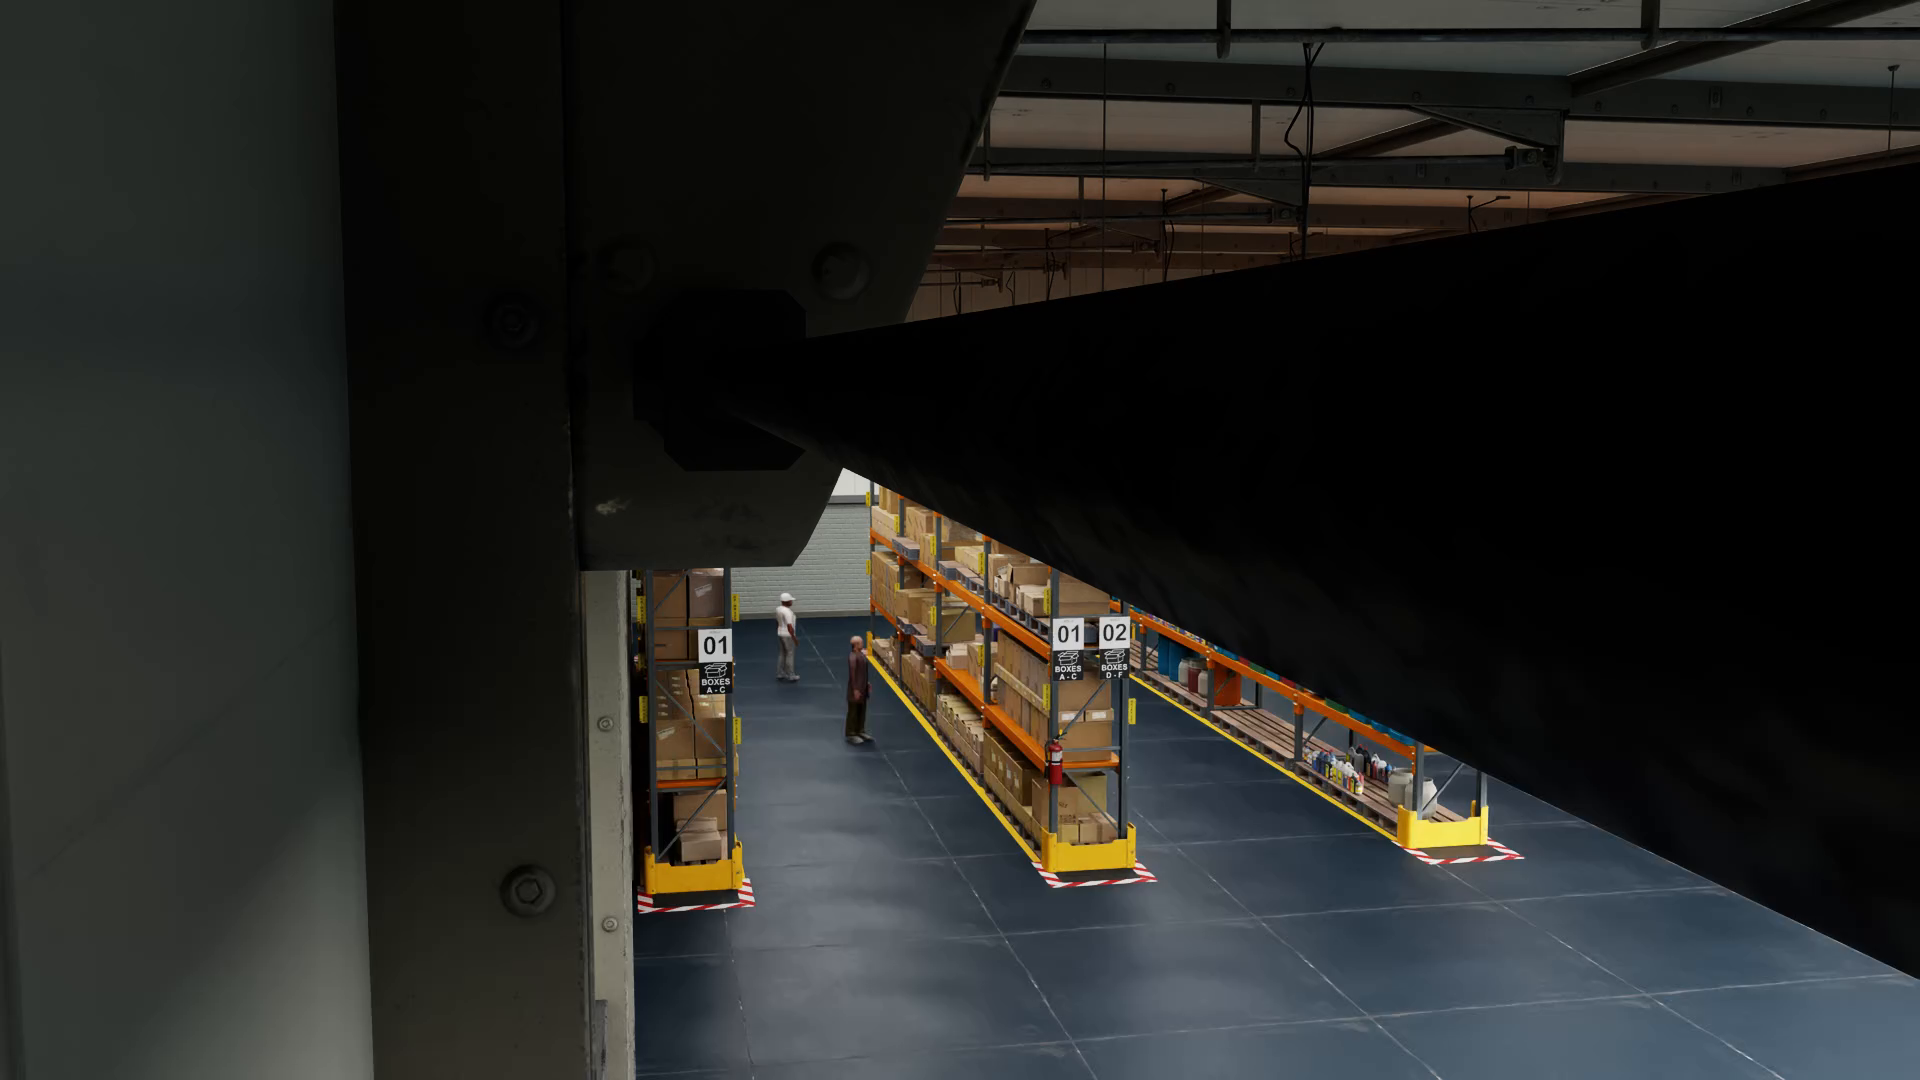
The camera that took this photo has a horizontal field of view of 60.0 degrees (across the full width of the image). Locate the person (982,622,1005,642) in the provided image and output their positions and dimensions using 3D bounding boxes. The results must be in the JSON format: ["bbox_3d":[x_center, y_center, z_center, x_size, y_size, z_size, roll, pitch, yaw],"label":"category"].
[{"bbox_3d":[0.719,1.948,34.389,0.486,1.586,0.952,-2,6,-17],"label":"person"}]

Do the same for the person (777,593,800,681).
[{"bbox_3d":[-3.470,1.950,33.591,0.412,1.788,0.641,-3,7,-26],"label":"person"}]

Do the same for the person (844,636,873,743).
[{"bbox_3d":[-1.713,2.513,28.135,0.401,1.786,0.631,2,6,18],"label":"person"}]
